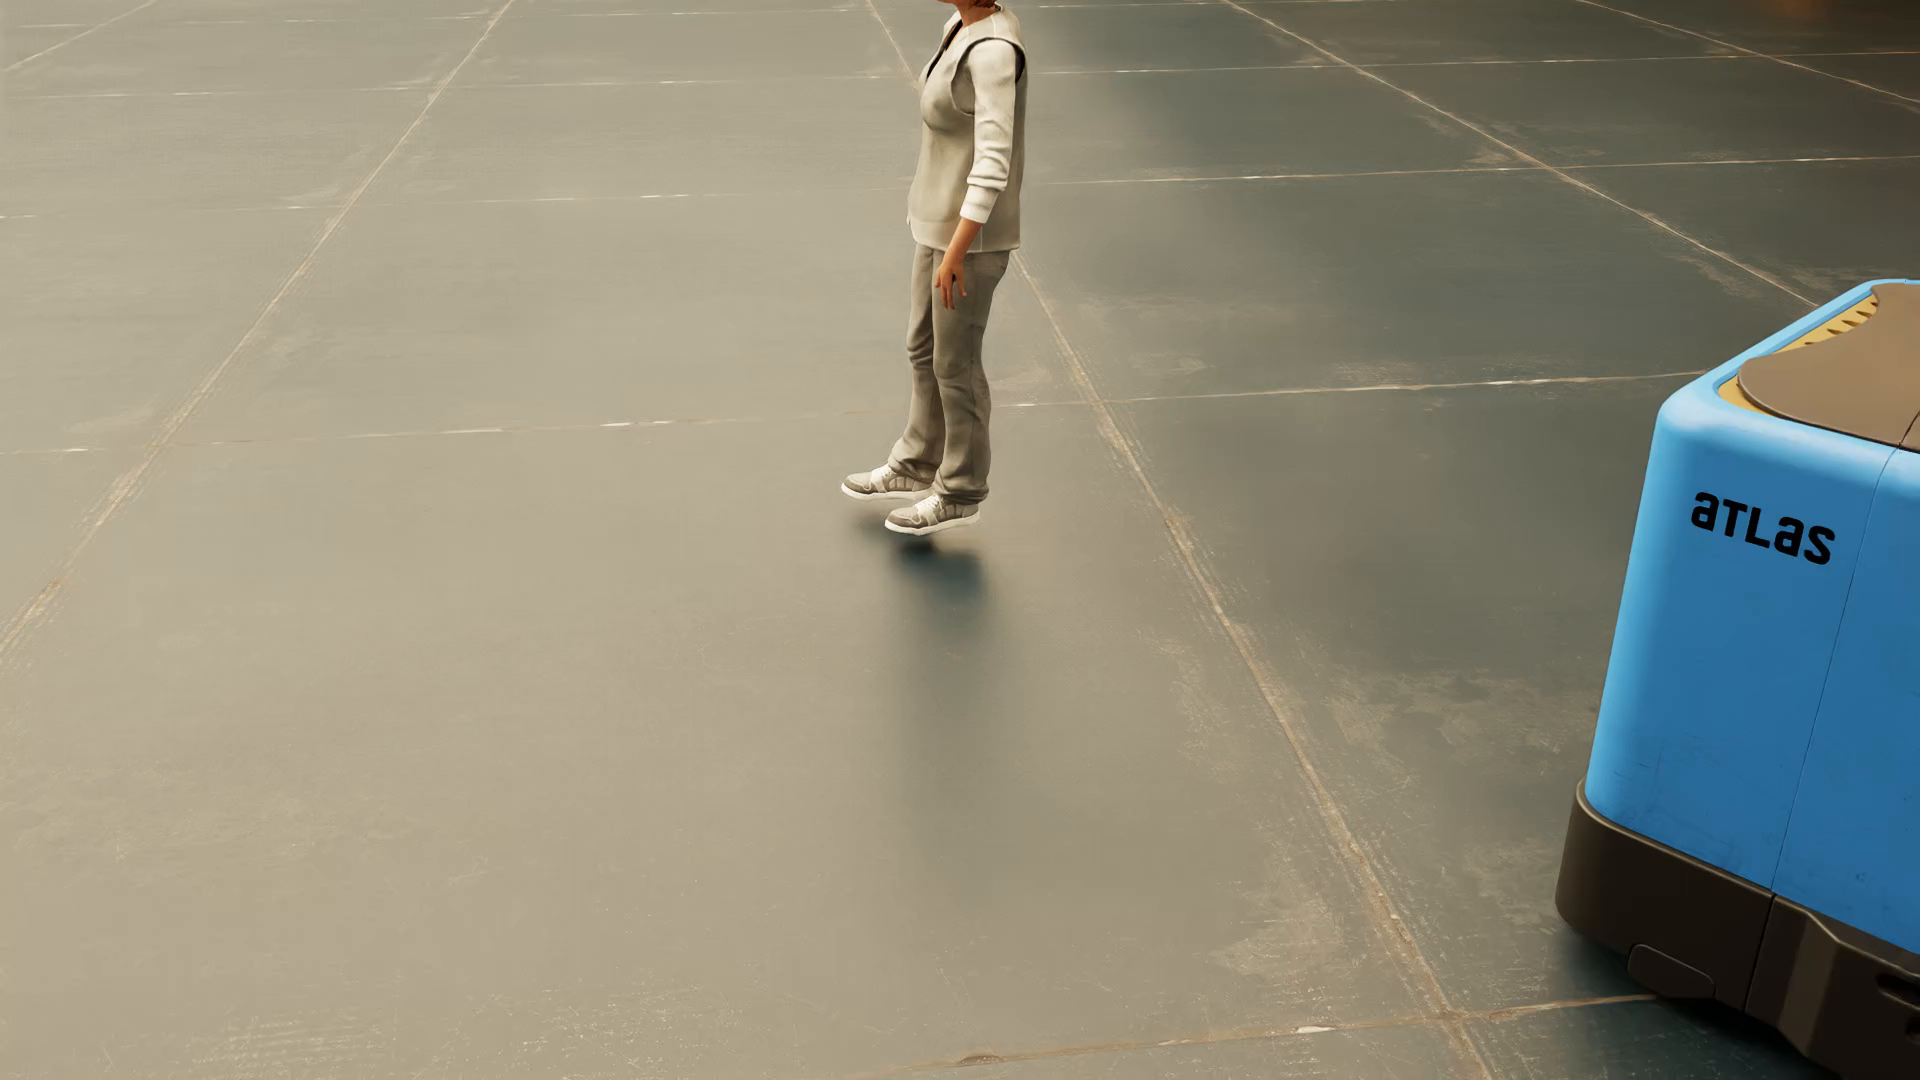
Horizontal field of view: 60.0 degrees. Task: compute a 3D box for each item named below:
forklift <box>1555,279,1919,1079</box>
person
[{"bbox_3d":[2.489,-0.274,1.800,3.031,2.935,1.130,23,34,39],"label":"forklift"},{"bbox_3d":[-0.074,-0.764,4.242,0.475,1.596,0.520,-3,26,-7],"label":"person"}]
